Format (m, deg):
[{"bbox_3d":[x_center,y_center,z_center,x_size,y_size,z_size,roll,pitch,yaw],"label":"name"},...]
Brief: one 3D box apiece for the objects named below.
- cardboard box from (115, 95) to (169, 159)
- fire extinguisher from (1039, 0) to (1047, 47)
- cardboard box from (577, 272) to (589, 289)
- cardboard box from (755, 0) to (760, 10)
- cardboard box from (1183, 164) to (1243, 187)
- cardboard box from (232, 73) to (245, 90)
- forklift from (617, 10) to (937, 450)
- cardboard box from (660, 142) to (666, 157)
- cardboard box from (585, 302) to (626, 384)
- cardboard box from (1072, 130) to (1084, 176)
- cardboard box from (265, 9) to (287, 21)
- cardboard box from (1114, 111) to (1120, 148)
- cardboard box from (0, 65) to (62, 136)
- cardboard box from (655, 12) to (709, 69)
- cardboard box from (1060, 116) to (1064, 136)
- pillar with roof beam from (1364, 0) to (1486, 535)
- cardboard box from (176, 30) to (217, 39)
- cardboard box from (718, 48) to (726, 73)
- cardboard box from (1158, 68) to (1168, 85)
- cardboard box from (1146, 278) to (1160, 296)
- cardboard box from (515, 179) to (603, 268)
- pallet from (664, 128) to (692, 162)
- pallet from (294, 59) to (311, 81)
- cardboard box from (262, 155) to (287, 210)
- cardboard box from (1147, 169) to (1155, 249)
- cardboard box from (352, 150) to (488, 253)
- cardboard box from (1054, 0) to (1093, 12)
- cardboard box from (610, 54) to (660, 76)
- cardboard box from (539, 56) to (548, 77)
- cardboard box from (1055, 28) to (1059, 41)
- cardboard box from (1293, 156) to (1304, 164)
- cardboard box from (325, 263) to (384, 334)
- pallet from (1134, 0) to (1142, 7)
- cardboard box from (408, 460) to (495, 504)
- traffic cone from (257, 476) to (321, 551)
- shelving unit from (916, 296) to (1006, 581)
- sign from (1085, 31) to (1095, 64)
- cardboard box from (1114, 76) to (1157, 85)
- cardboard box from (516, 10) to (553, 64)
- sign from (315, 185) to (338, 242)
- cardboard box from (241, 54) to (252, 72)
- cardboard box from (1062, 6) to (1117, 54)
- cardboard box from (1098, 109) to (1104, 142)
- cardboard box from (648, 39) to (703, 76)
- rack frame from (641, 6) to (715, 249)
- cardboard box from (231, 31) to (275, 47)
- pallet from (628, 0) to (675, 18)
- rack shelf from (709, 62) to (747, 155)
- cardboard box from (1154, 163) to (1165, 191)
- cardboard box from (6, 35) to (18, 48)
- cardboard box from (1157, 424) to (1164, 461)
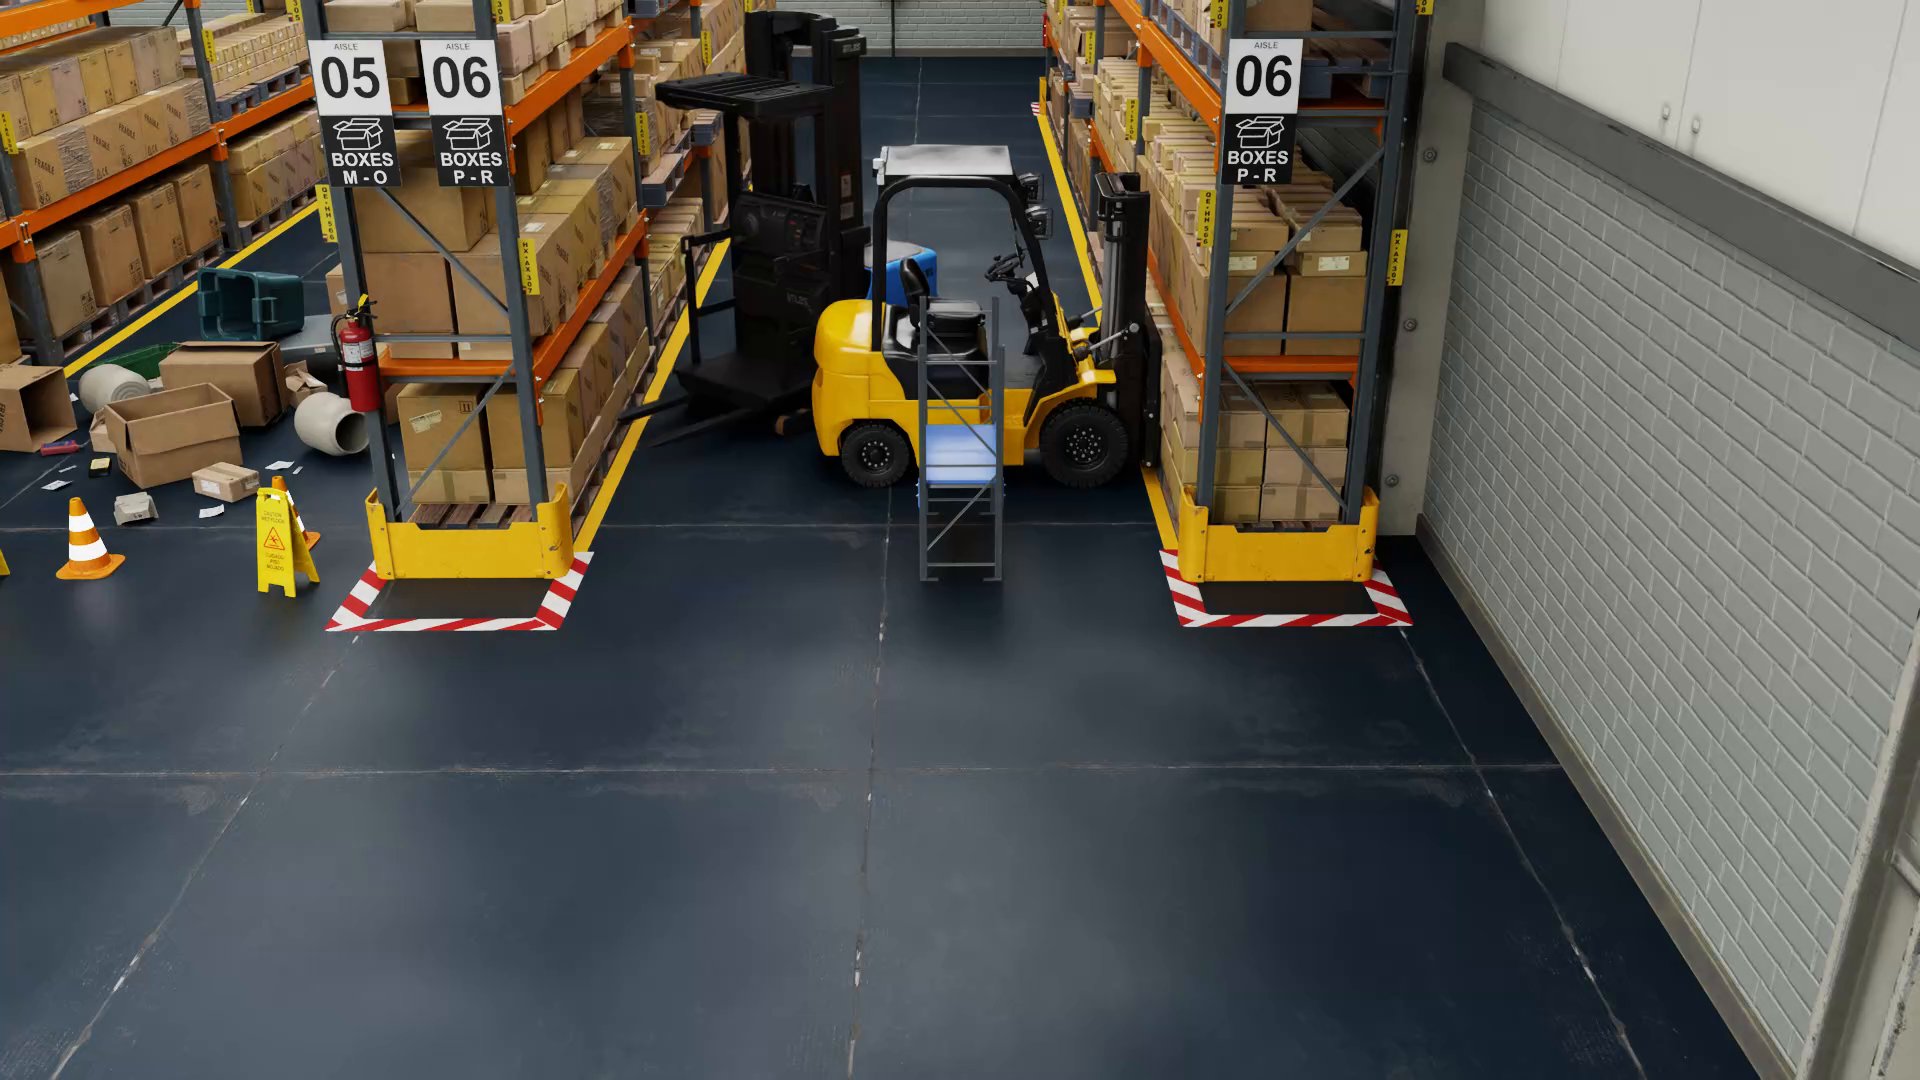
[{"bbox_3d":[-7.768,-3.849,15.500,0.500,0.500,0.500,-1,24,-1],"label":"cardboard box"},{"bbox_3d":[1.310,-7.637,24.543,0.296,0.674,0.183,0,24,-1],"label":"fire extinguisher"},{"bbox_3d":[-2.779,-1.836,11.474,0.380,0.149,0.250,-1,24,-2],"label":"cardboard box"},{"bbox_3d":[-2.902,-7.230,21.761,0.500,0.500,0.500,0,24,0],"label":"cardboard box"},{"bbox_3d":[1.712,-2.446,11.250,0.380,0.149,0.250,0,24,0],"label":"cardboard box"},{"bbox_3d":[-7.860,-4.884,17.703,0.380,0.149,0.250,1,24,2],"label":"cardboard box"},{"bbox_3d":[-1.501,-2.336,12.358,1.130,2.935,3.031,19,31,36],"label":"forklift"},{"bbox_3d":[-2.783,-3.447,14.527,0.380,0.149,0.250,0,24,0],"label":"cardboard box"},{"bbox_3d":[-2.769,-1.433,12.196,0.500,0.500,0.500,1,24,2],"label":"cardboard box"},{"bbox_3d":[1.615,-4.563,19.722,0.500,0.500,0.500,-1,24,-2],"label":"cardboard box"},{"bbox_3d":[-8.382,-6.427,20.838,0.500,0.500,0.500,0,24,0],"label":"cardboard box"},{"bbox_3d":[1.632,-3.623,14.695,0.500,0.250,0.500,0,24,0],"label":"cardboard box"},{"bbox_3d":[-8.026,-3.669,13.888,0.700,0.500,0.500,-1,24,-1],"label":"cardboard box"},{"bbox_3d":[-2.863,-5.169,17.205,0.500,0.500,0.500,-1,24,-2],"label":"cardboard box"},{"bbox_3d":[1.514,-5.457,21.983,0.396,0.266,0.258,1,24,1],"label":"cardboard box"},{"bbox_3d":[-1.462,-4.196,9.108,9.100,9.000,0.400,0,24,-1],"label":"pillar with roof beam"},{"bbox_3d":[-8.528,-5.588,18.538,0.380,0.149,0.250,0,24,1],"label":"cardboard box"},{"bbox_3d":[-2.858,-5.251,18.297,0.500,0.250,0.500,0,24,-1],"label":"cardboard box"},{"bbox_3d":[2.124,-4.481,16.110,0.380,0.149,0.250,0,24,-1],"label":"cardboard box"},{"bbox_3d":[1.592,-1.822,12.752,0.500,0.250,0.500,0,24,0],"label":"cardboard box"},{"bbox_3d":[-2.772,-2.178,11.442,0.500,0.500,0.500,-1,24,-2],"label":"cardboard box"},{"bbox_3d":[-3.039,-3.561,15.216,1.003,0.211,1.213,0,24,-1],"label":"pallet"},{"bbox_3d":[-8.231,-5.645,19.824,1.003,0.211,1.213,0,24,-1],"label":"pallet"},{"bbox_3d":[-7.812,-3.952,18.372,0.500,0.500,0.500,0,24,0],"label":"cardboard box"},{"bbox_3d":[1.671,-2.486,12.486,0.500,0.500,0.500,0,24,0],"label":"cardboard box"},{"bbox_3d":[-3.238,-2.013,9.866,0.700,0.500,0.500,-1,24,-2],"label":"cardboard box"},{"bbox_3d":[1.526,-7.387,22.353,0.500,0.500,0.500,0,24,1],"label":"cardboard box"},{"bbox_3d":[-2.825,-4.126,14.454,0.380,0.149,0.250,1,24,2],"label":"cardboard box"},{"bbox_3d":[-2.789,-2.986,10.377,0.380,0.149,0.250,-1,24,-2],"label":"cardboard box"},{"bbox_3d":[1.491,-6.893,22.657,0.380,0.149,0.250,0,24,1],"label":"cardboard box"},{"bbox_3d":[2.164,-2.553,11.486,0.380,0.149,0.250,0,24,1],"label":"cardboard box"},{"bbox_3d":[-4.838,-2.001,13.649,0.500,0.500,0.500,0,24,-1],"label":"cardboard box"},{"bbox_3d":[1.883,-4.482,13.613,0.805,0.209,1.217,-1,24,-3],"label":"pallet"},{"bbox_3d":[-3.293,-0.447,10.926,0.500,0.250,0.500,0,24,-1],"label":"cardboard box"},{"bbox_3d":[-4.309,-0.183,10.592,0.336,0.463,0.334,0,24,-1],"label":"traffic cone"},{"bbox_3d":[0.001,-0.648,10.363,0.538,1.500,1.048,0,24,-1],"label":"shelving unit"},{"bbox_3d":[1.319,-4.973,16.796,0.100,0.325,0.005,0,24,-1],"label":"sign"},{"bbox_3d":[1.651,-4.269,15.641,0.380,0.149,0.250,0,24,0],"label":"cardboard box"},{"bbox_3d":[-2.749,-3.017,9.962,0.500,0.250,0.500,-1,24,-1],"label":"cardboard box"},{"bbox_3d":[-3.570,-1.845,9.400,0.100,0.325,0.005,0,24,-1],"label":"sign"},{"bbox_3d":[-7.869,-5.138,17.905,0.380,0.149,0.250,0,24,0],"label":"cardboard box"},{"bbox_3d":[1.599,-6.172,20.126,0.700,0.500,0.500,0,24,1],"label":"cardboard box"},{"bbox_3d":[1.622,-4.028,16.198,0.500,0.250,0.500,-1,24,-2],"label":"cardboard box"},{"bbox_3d":[-2.819,-4.650,16.400,0.500,0.500,0.500,-1,24,-2],"label":"cardboard box"},{"bbox_3d":[-3.102,-4.464,16.979,1.000,3.000,0.127,0,24,-1],"label":"rack frame"},{"bbox_3d":[-7.877,-5.583,18.529,0.380,0.149,0.250,-1,24,-1],"label":"cardboard box"},{"bbox_3d":[-2.958,-4.351,13.319,1.213,0.211,1.003,0,24,-1],"label":"pallet"},{"bbox_3d":[-3.124,-4.960,18.950,1.077,0.370,4.000,0,24,-1],"label":"rack shelf"},{"bbox_3d":[1.611,-2.624,12.003,0.380,0.149,0.250,0,24,-1],"label":"cardboard box"},{"bbox_3d":[-12.740,-6.610,22.031,0.380,0.149,0.250,0,24,0],"label":"cardboard box"},{"bbox_3d":[1.635,-0.733,11.558,0.500,0.250,0.500,0,24,0],"label":"cardboard box"}]
